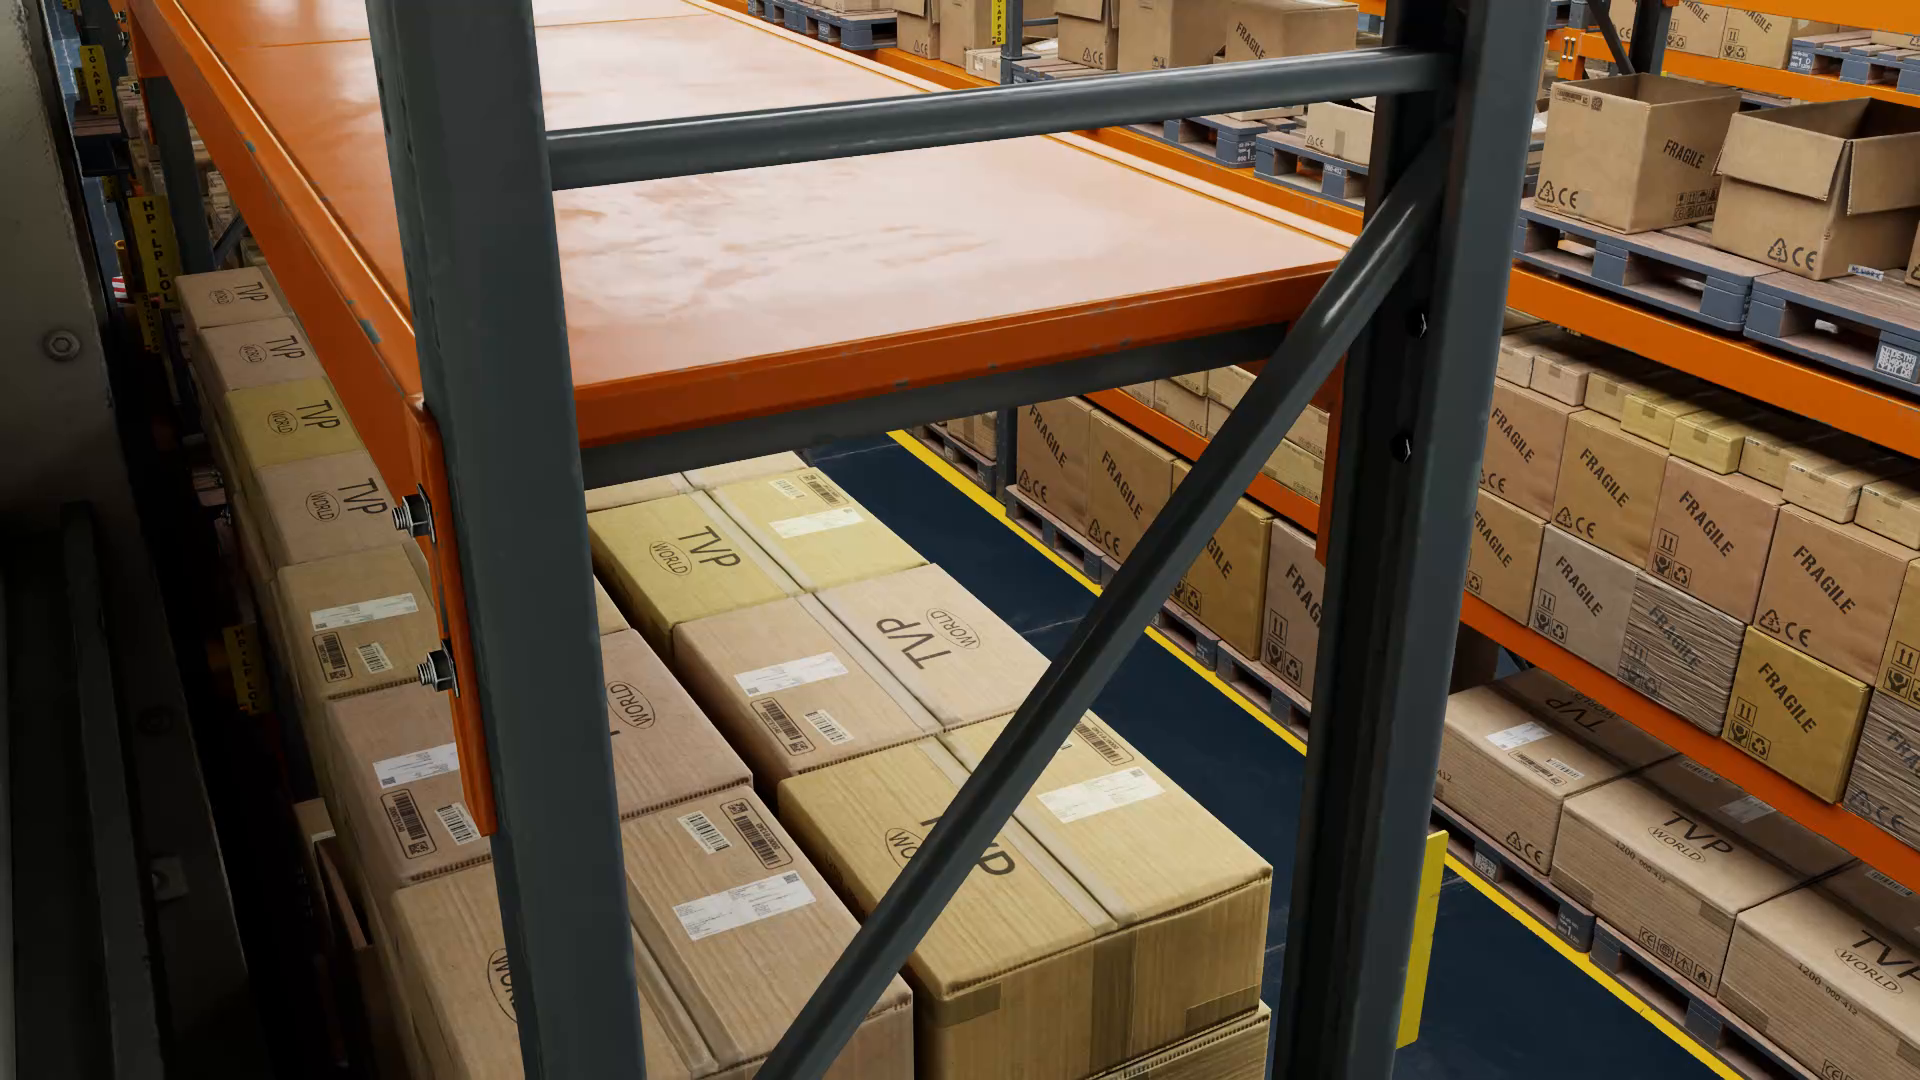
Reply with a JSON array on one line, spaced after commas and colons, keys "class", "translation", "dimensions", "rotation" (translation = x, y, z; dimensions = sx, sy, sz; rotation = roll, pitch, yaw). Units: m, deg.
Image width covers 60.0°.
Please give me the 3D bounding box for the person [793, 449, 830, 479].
[{"class": "person", "translation": [-0.883, 0.139, 8.830], "dimensions": [0.506, 1.601, 0.898], "rotation": [-6, 26, -11]}]
